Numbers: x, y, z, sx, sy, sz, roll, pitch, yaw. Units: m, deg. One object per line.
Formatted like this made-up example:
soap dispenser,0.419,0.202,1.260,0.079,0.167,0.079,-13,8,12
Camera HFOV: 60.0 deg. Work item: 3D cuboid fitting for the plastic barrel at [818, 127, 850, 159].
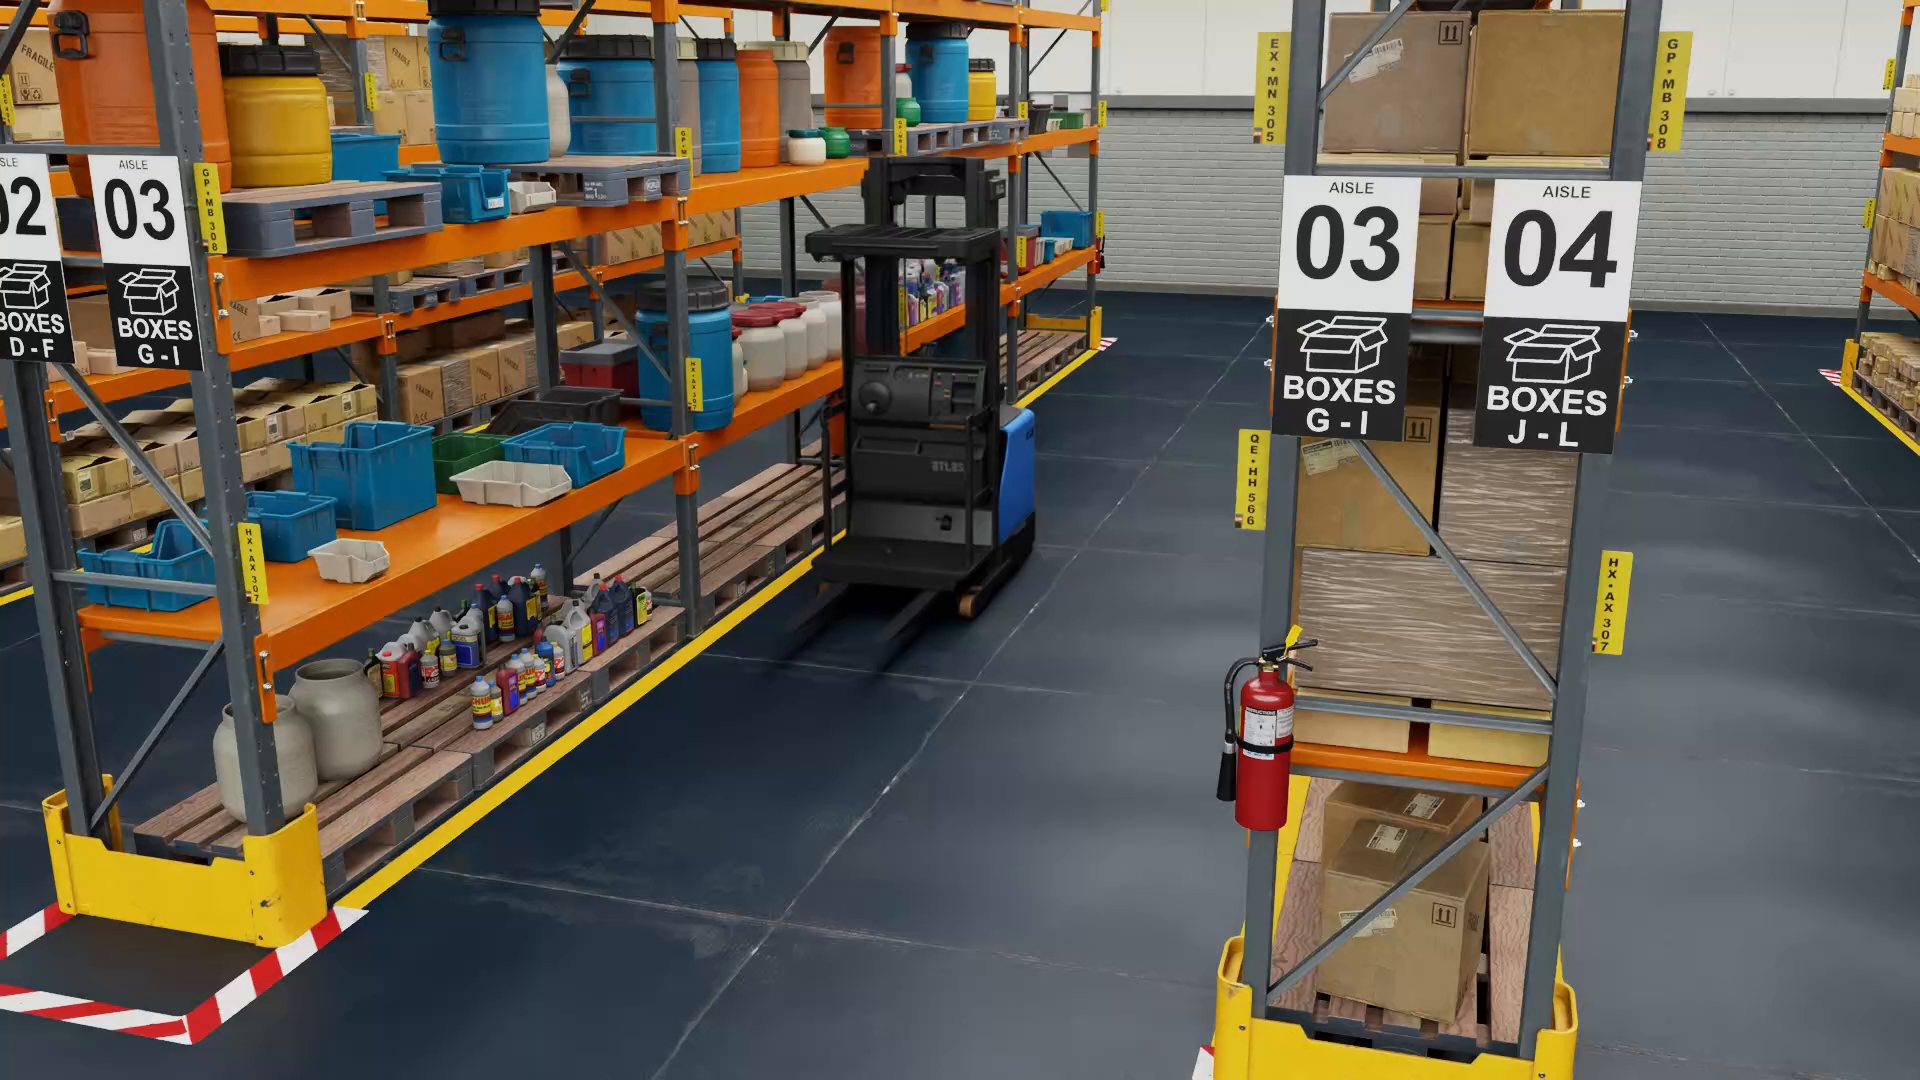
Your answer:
plastic barrel,-1.036,-3.211,13.439,0.294,0.245,0.294,0,16,0

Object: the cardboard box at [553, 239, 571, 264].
cardboard box,-4.730,-3.541,19.634,0.500,0.500,0.500,5,17,17

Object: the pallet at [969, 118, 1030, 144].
pallet,-0.007,-4.097,16.625,1.213,0.211,1.003,5,16,16

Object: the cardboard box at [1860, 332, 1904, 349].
cardboard box,10.260,-2.215,18.505,0.380,0.149,0.250,4,16,13

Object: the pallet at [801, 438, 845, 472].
pallet,-0.830,-0.779,15.188,1.003,0.211,1.213,5,16,16

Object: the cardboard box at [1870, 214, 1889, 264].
cardboard box,10.342,-3.304,18.252,0.500,0.500,0.500,5,17,19

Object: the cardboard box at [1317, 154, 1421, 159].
cardboard box,1.448,-1.300,5.963,0.380,0.149,0.250,5,17,16

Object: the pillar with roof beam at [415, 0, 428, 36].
pillar with roof beam,-4.174,-8.098,24.888,9.100,9.000,0.400,5,16,16

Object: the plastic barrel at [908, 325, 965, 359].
plastic barrel,-0.250,-1.824,16.837,0.600,0.901,0.708,5,16,16

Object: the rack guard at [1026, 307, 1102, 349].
rack guard,1.253,-2.809,21.815,1.175,0.500,0.348,5,16,16

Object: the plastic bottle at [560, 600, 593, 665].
plastic bottle,-2.204,0.524,9.533,0.144,0.351,0.185,5,16,16

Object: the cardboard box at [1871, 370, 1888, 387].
cardboard box,10.041,-1.728,17.880,0.380,0.149,0.250,5,17,17

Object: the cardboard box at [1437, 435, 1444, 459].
cardboard box,2.007,-0.164,7.183,0.875,0.500,0.500,5,16,16

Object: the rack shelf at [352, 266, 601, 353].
rack shelf,-5.194,-2.473,17.370,1.077,0.370,4.000,5,16,16

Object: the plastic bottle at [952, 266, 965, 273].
plastic bottle,-0.016,-2.631,16.697,0.144,0.351,0.185,5,16,16

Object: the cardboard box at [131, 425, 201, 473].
cardboard box,-6.250,-0.753,13.230,0.500,0.311,0.500,4,16,14

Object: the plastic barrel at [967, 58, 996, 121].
plastic barrel,0.058,-4.438,16.369,0.600,0.588,0.600,0,16,0

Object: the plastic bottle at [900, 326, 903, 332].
plastic bottle,-0.582,-1.939,14.397,0.152,0.276,0.135,5,16,16

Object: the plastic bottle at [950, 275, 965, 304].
plastic bottle,-0.031,-2.446,16.184,0.152,0.276,0.135,5,16,16

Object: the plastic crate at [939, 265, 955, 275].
plastic crate,-0.072,-3.127,18.277,0.392,0.384,0.575,5,16,16

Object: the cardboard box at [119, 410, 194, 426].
cardboard box,-6.627,-0.925,13.834,0.500,0.311,0.500,4,16,15

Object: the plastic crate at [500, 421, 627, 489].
plastic crate,-2.205,-0.482,9.305,0.499,0.251,0.616,5,16,16

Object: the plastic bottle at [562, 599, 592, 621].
plastic bottle,-2.262,0.470,9.859,0.152,0.276,0.135,5,16,16

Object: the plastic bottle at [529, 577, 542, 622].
plastic bottle,-2.625,0.375,10.182,0.061,0.283,0.133,5,16,16

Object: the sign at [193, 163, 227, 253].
sign,-2.762,-1.221,6.125,0.100,0.325,0.005,5,16,16

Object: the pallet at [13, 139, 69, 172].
pallet,-6.661,-2.832,12.171,0.805,0.209,1.217,4,16,14

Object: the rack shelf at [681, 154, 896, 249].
rack shelf,-1.583,-2.485,11.913,1.077,0.370,4.000,5,16,16

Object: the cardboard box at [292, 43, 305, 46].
cardboard box,-8.629,-6.137,21.419,0.500,0.500,0.500,5,17,16

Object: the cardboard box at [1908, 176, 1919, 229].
cardboard box,9.905,-3.384,16.701,0.500,0.500,0.500,4,16,14

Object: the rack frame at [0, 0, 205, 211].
rack frame,-3.288,-2.704,5.872,1.000,3.000,0.127,5,16,16

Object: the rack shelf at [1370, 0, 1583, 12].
rack shelf,3.166,-3.351,10.204,1.077,0.370,4.000,5,16,16

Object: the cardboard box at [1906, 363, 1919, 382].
cardboard box,9.685,-1.668,16.576,0.380,0.149,0.250,4,16,13

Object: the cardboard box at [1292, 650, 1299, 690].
cardboard box,1.437,0.462,6.165,0.380,0.149,0.250,5,16,16

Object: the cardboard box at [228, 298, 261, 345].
cardboard box,-6.224,-1.904,13.861,0.500,0.500,0.500,4,16,13

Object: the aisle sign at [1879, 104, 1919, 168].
aisle sign,10.468,-4.502,18.440,0.394,0.787,0.004,5,16,16

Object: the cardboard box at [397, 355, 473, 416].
cardboard box,-5.216,-1.539,16.534,0.500,0.500,0.500,4,16,14

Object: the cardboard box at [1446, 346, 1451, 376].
cardboard box,2.958,-1.168,9.581,1.000,1.000,1.000,5,17,16

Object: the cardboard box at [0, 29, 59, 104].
cardboard box,-6.686,-3.341,11.747,0.500,0.500,0.500,5,17,17

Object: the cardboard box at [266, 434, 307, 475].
cardboard box,-5.967,-0.752,14.253,0.500,0.250,0.500,5,17,17

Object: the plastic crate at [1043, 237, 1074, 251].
plastic crate,1.201,-3.678,20.674,0.396,0.136,0.243,5,16,16

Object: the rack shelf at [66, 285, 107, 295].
rack shelf,-9.945,-2.856,18.721,1.077,0.370,4.000,5,16,16

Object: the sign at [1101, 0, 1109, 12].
sign,1.791,-6.696,20.538,0.100,0.325,0.005,5,16,16

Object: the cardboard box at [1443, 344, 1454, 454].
cardboard box,2.304,-0.621,6.962,0.500,0.500,0.500,5,16,16

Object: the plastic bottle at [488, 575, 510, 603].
plastic bottle,-2.778,0.377,10.050,0.144,0.351,0.185,5,17,17

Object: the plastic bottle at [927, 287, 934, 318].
plastic bottle,-0.287,-2.182,15.260,0.097,0.271,0.097,0,16,0

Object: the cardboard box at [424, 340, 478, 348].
cardboard box,-5.431,-1.841,17.598,0.500,0.500,0.500,4,16,14

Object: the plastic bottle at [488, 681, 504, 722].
plastic bottle,-2.444,0.839,8.695,0.097,0.201,0.097,0,16,0

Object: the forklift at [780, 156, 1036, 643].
forklift,-0.340,-1.010,11.020,1.130,2.935,3.031,5,16,16

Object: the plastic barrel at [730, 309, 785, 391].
plastic barrel,-1.461,-1.355,11.860,0.433,0.535,0.433,0,16,0

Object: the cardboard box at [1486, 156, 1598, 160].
cardboard box,2.100,-1.316,6.018,0.380,0.149,0.250,5,16,16

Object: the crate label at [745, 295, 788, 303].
crate label,-1.556,-1.689,13.222,0.502,0.435,0.616,5,16,16

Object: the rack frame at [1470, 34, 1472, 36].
rack frame,6.008,-6.506,19.276,1.000,3.000,0.127,5,16,16

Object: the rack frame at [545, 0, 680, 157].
rack frame,-2.151,-3.750,9.561,1.000,3.000,0.127,5,16,16

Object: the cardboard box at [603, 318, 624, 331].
cardboard box,-4.523,-2.628,20.718,0.500,0.311,0.500,5,16,16
